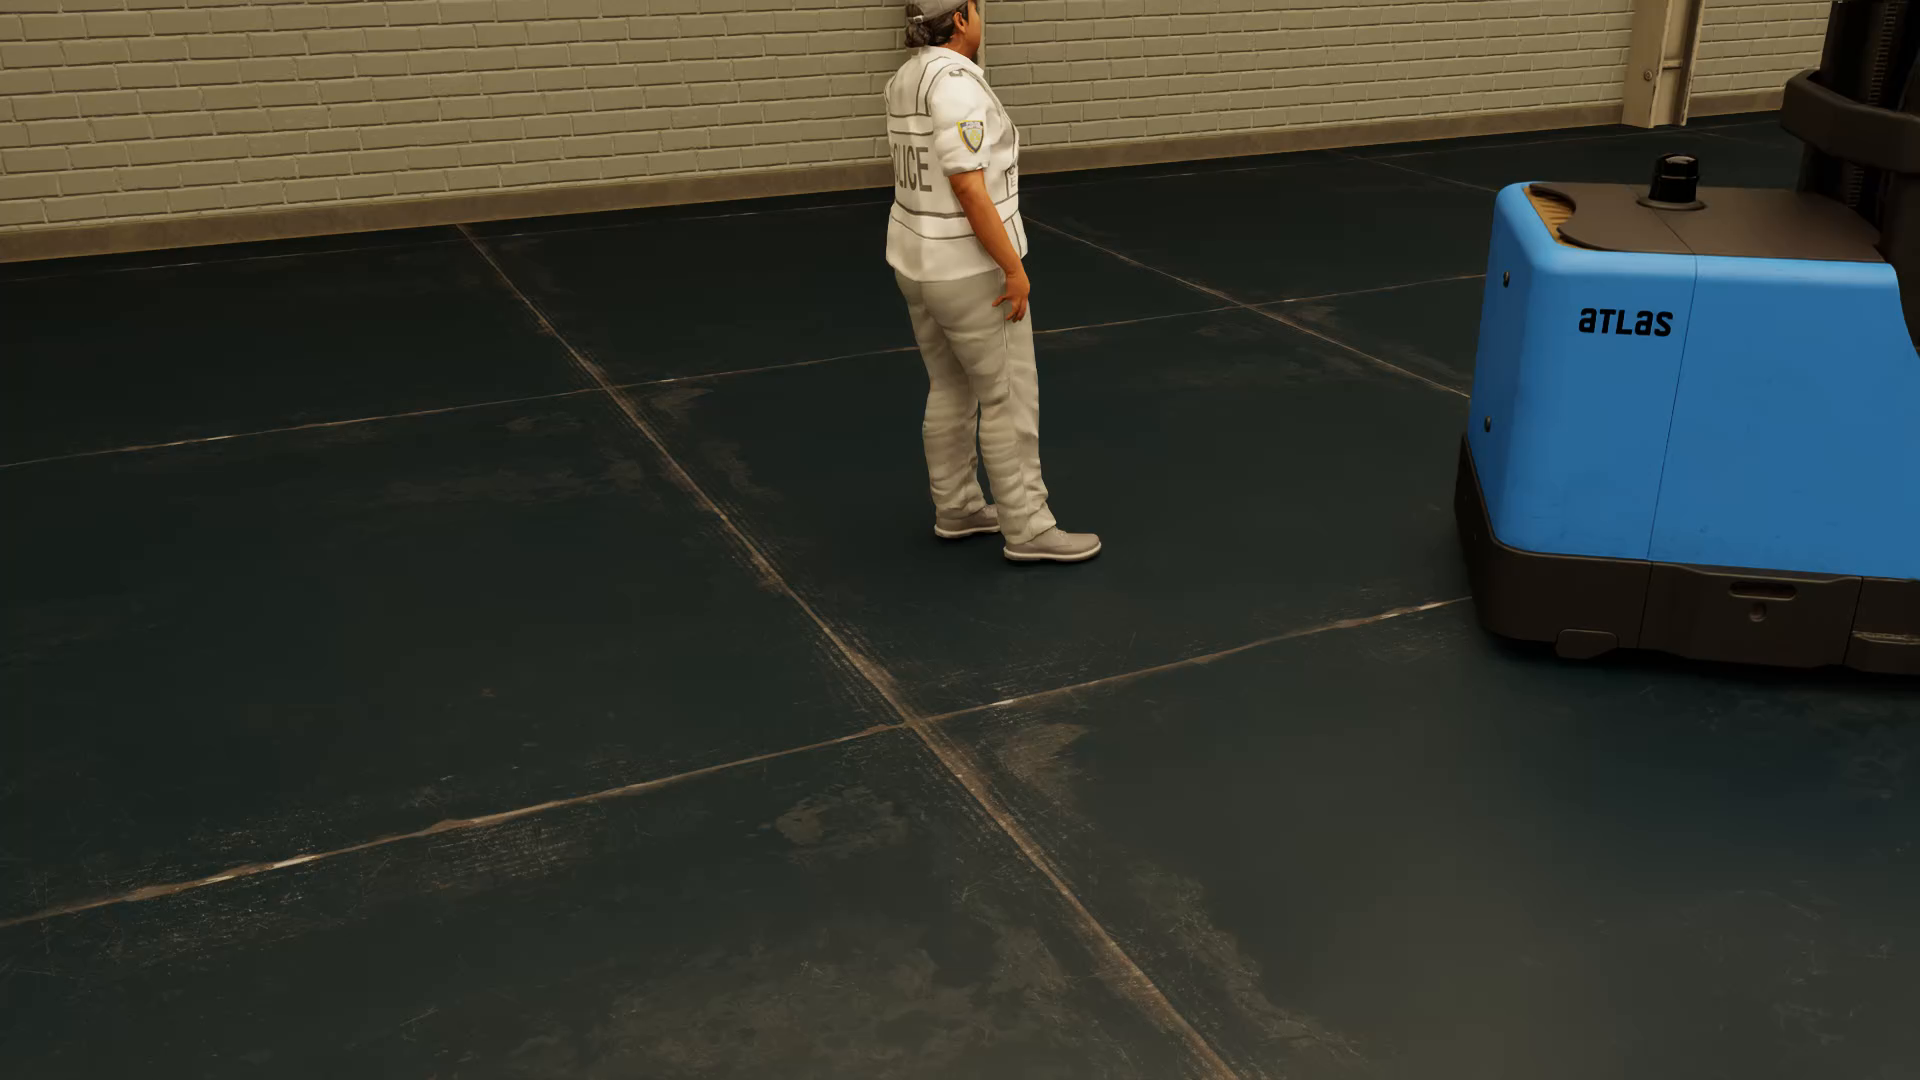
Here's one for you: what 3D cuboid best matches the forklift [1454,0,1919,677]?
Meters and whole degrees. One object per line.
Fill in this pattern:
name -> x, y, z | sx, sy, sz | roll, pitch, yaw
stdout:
forklift -> 2.943, -1.123, 3.989 | 3.031, 2.935, 1.130 | 4, 23, 10

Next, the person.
person -> 0.079, -0.781, 4.795 | 0.529, 1.670, 0.598 | -10, 25, -23
